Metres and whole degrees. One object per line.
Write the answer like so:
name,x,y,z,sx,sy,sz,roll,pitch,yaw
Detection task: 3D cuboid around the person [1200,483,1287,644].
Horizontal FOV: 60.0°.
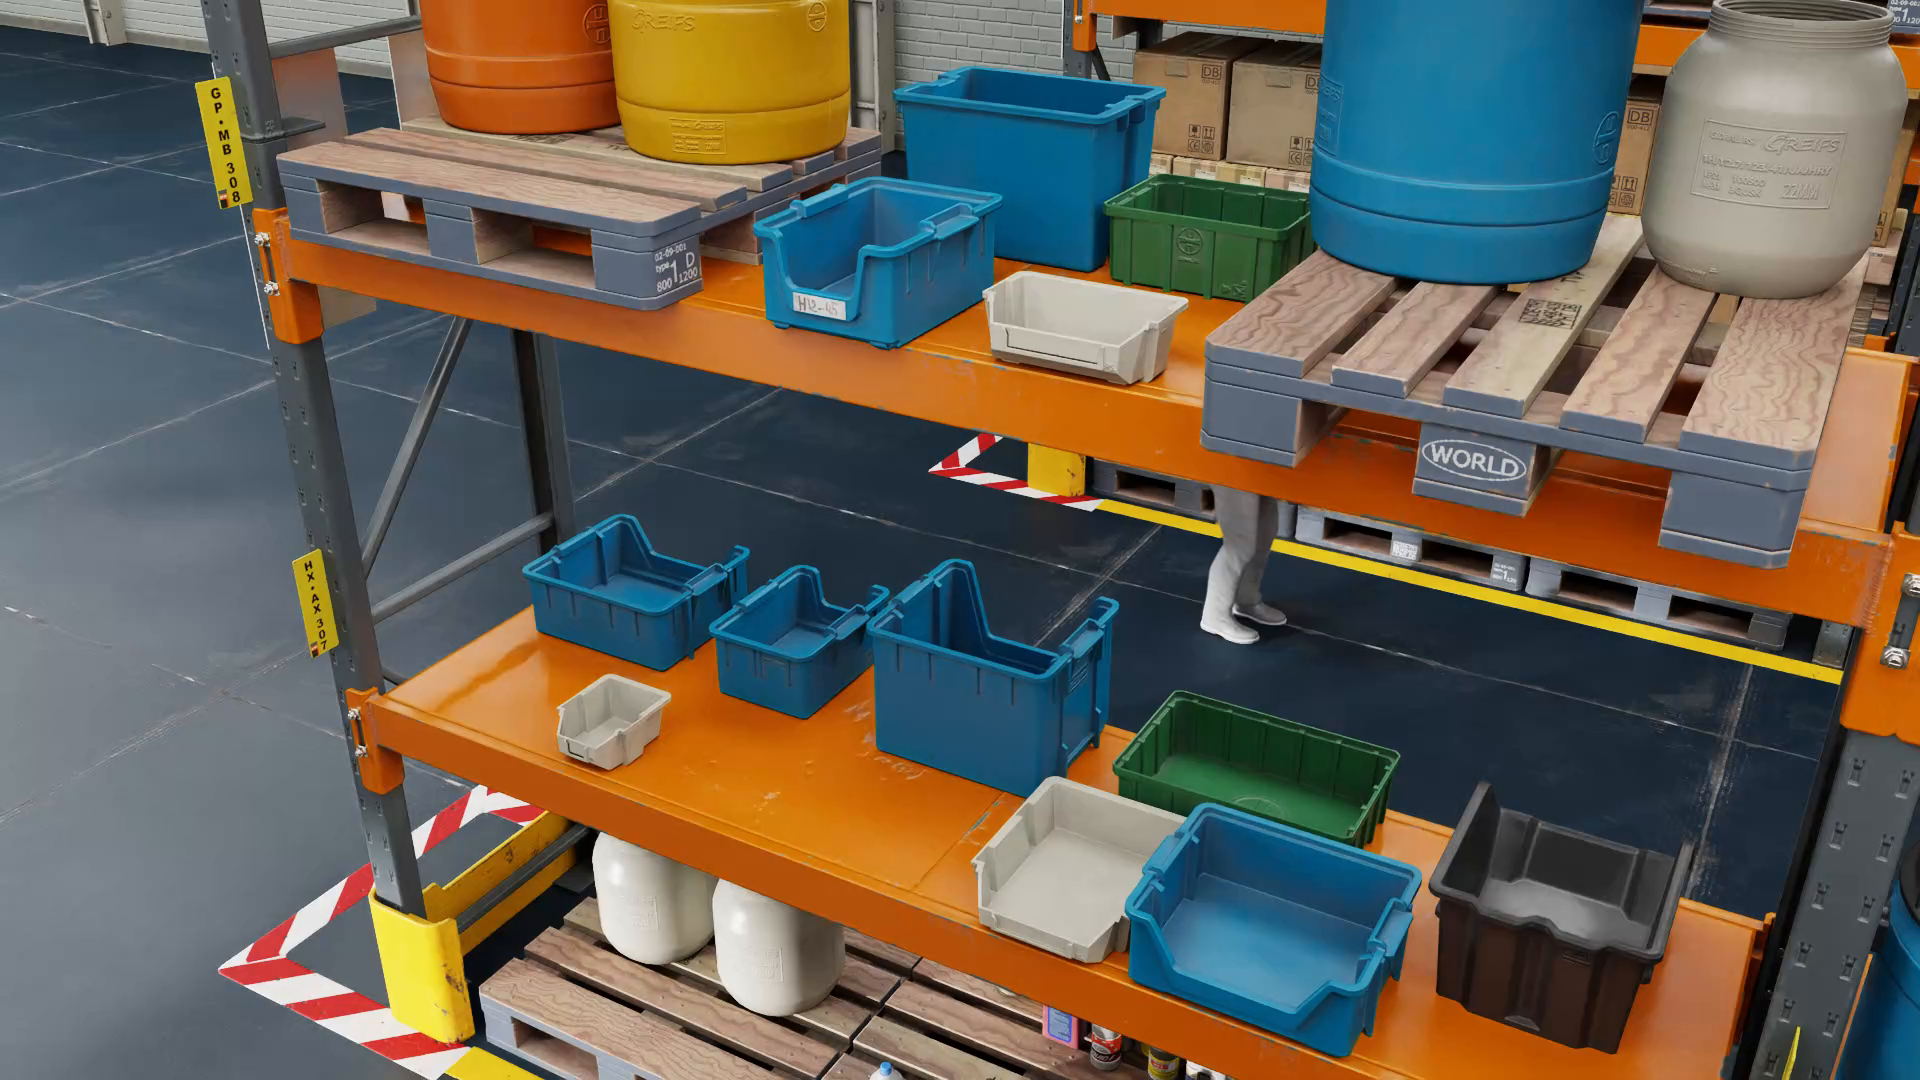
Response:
person,1.419,-0.328,7.751,0.525,1.688,0.416,14,30,25
